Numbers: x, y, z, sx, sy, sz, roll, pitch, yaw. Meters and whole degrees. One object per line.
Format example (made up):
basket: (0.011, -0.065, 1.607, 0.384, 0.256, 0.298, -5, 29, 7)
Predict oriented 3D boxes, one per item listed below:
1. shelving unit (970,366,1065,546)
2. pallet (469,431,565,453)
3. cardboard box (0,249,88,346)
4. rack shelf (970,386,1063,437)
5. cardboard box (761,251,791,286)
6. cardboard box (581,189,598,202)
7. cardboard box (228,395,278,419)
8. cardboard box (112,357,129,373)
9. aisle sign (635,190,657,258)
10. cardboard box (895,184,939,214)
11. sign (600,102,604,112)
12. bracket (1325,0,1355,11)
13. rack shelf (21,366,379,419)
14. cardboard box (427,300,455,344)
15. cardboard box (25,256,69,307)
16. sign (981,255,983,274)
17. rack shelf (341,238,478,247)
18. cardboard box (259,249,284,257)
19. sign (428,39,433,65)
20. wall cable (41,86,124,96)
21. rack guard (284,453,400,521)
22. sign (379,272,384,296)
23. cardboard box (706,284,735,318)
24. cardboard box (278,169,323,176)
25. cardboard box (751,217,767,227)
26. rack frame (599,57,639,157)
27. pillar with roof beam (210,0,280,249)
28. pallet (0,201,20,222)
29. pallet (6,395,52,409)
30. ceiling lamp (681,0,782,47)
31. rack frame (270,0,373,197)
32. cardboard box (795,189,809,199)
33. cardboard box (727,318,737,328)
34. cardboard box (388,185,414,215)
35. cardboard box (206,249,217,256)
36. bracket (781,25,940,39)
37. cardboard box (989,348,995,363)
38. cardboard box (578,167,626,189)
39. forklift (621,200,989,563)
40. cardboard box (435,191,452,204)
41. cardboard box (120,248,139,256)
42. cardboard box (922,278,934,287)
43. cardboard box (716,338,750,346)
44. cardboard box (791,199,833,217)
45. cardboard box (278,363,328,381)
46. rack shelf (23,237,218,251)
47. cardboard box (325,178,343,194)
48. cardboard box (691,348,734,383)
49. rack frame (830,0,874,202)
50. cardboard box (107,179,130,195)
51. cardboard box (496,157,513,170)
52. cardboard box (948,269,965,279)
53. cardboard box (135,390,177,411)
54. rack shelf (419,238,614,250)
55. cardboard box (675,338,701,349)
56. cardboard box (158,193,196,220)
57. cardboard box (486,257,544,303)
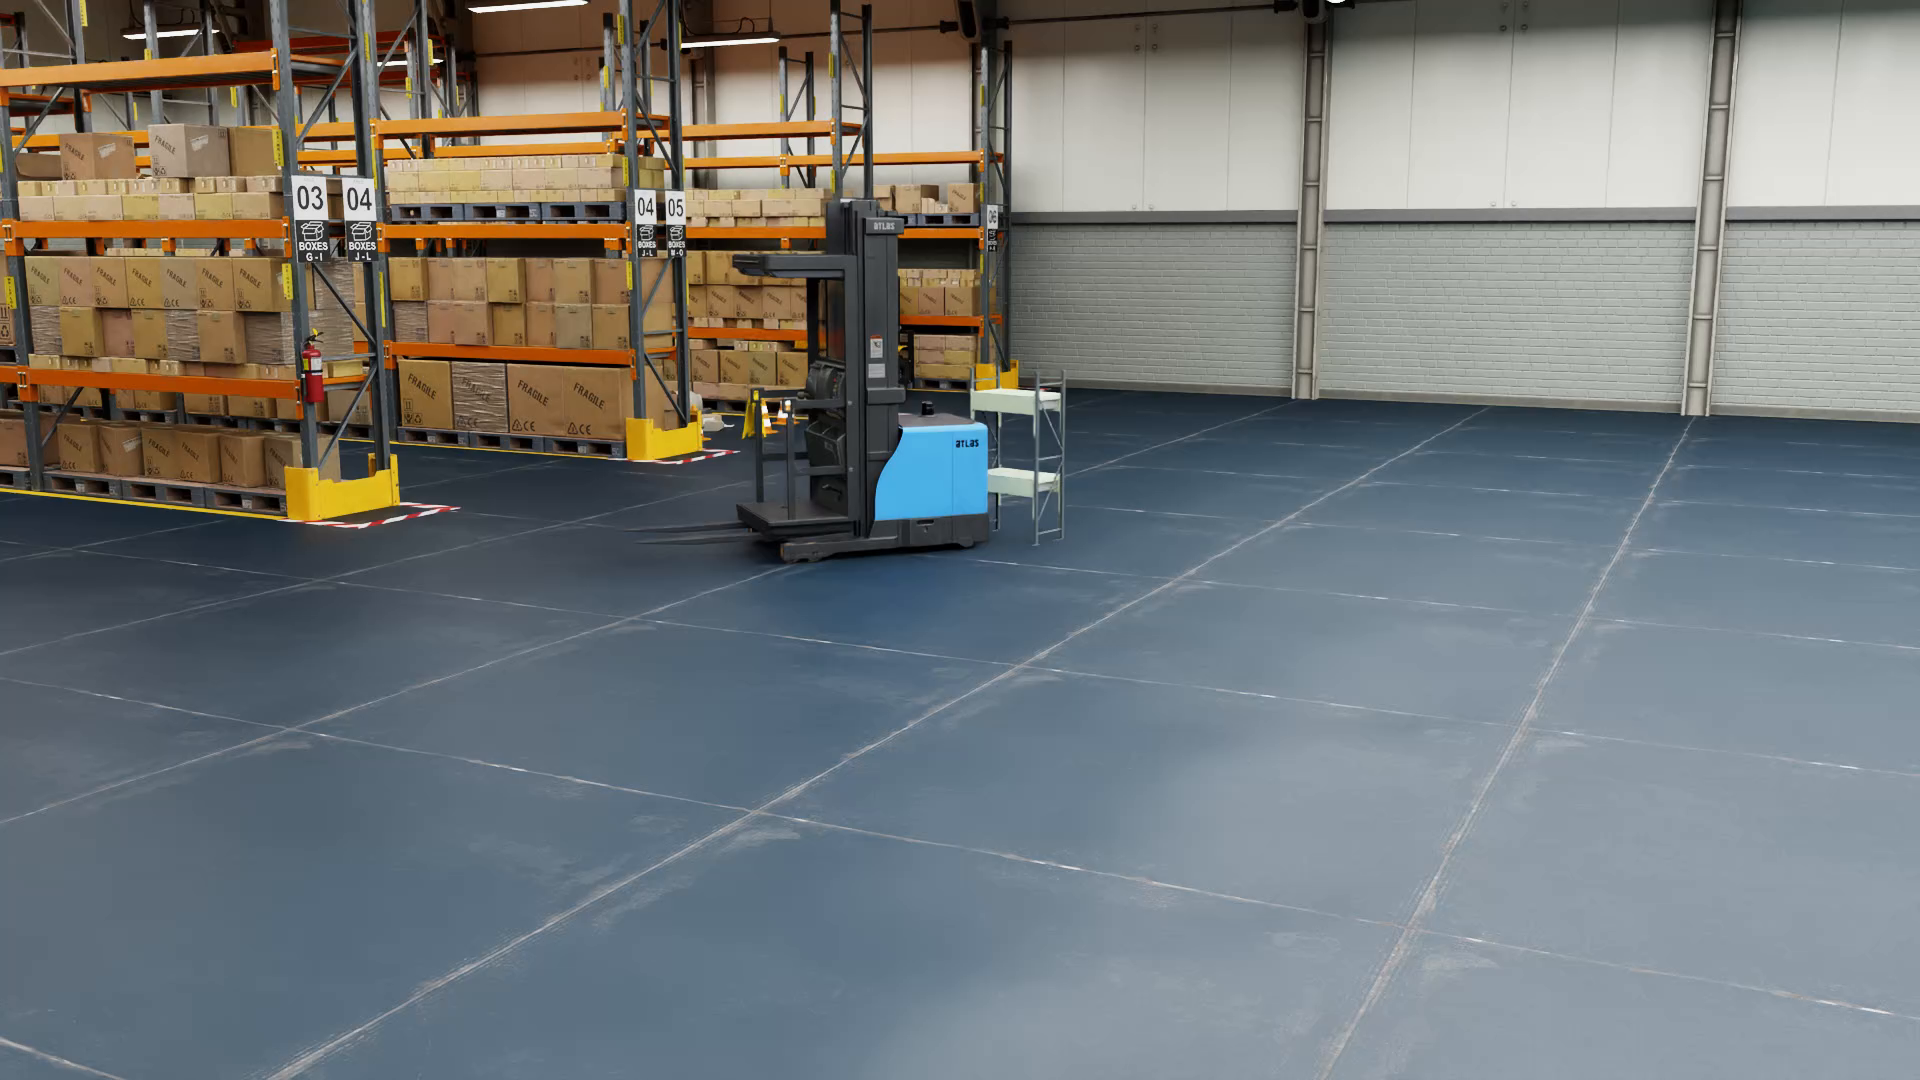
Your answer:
shelving unit: (0.501, -0.754, 14.683, 0.755, 1.500, 0.431, 9, 13, 40)
pallet: (-5.505, -1.309, 21.369, 1.213, 0.211, 1.003, 5, 11, 26)
cardboard box: (-10.187, -2.652, 18.097, 1.000, 1.000, 1.000, 5, 11, 26)
rack shelf: (0.501, -1.138, 14.614, 0.720, 0.370, 0.431, 9, 13, 40)
cardboard box: (-2.569, -4.067, 24.854, 0.500, 0.500, 0.700, 5, 11, 26)
cardboard box: (-4.337, -4.134, 19.975, 0.250, 0.149, 0.380, 5, 11, 26)
cardboard box: (-9.546, -2.133, 23.233, 0.750, 0.750, 1.050, 5, 11, 27)
cardboard box: (-8.344, -1.782, 16.859, 0.250, 0.149, 0.380, 5, 11, 26)
aisle sign: (-3.733, -3.760, 19.782, 0.004, 0.787, 0.394, 5, 11, 26)
cardboard box: (-0.750, -5.999, 29.293, 0.500, 0.500, 0.700, 5, 11, 26)
sign: (-6.777, -8.119, 31.479, 0.005, 0.325, 0.100, 5, 11, 26)
bracket: (5.999, -8.486, 26.241, 0.430, 0.232, 0.235, 5, 11, 26)
rack shelf: (-7.742, -1.554, 16.911, 4.000, 0.370, 1.077, 5, 11, 26)
cardboard box: (-6.411, -2.856, 21.668, 0.550, 0.550, 0.875, 5, 11, 26)
cardboard box: (-9.245, -2.677, 17.173, 0.500, 0.500, 0.500, 5, 11, 26)
sign: (0.376, -4.726, 28.506, 0.005, 0.325, 0.100, 5, 11, 26)
rack shelf: (-11.926, -6.351, 34.996, 4.000, 0.370, 1.077, 5, 11, 26)
cardboard box: (-12.494, -5.205, 30.157, 0.250, 0.149, 0.380, 5, 11, 25)
sign: (-6.983, -6.426, 21.899, 0.005, 0.325, 0.100, 5, 11, 26)
wall cable: (-19.537, -8.529, 36.483, 0.133, 3.039, 2.988, 5, 11, 26)
rack guard: (-6.017, -0.526, 16.232, 0.348, 0.500, 1.175, 5, 11, 26)
sign: (-7.482, -3.293, 21.472, 0.005, 0.325, 0.100, 5, 11, 26)
cardboard box: (-3.513, -3.650, 25.360, 0.500, 0.500, 0.500, 5, 11, 26)
cardboard box: (-9.155, -4.853, 22.961, 0.500, 0.500, 0.500, 5, 11, 26)
cardboard box: (-2.911, -4.752, 24.846, 0.250, 0.149, 0.380, 5, 11, 25)
rack frame: (-6.545, -7.708, 32.052, 0.127, 3.000, 1.000, 5, 11, 26)
pillar with roof beam: (-17.644, -8.007, 33.706, 0.548, 9.000, 9.100, 5, 11, 26)
pallet: (-10.043, -3.514, 17.831, 1.003, 0.211, 1.213, 5, 11, 26)
pallet: (-15.043, -2.155, 26.044, 1.213, 0.211, 1.003, 5, 11, 26)
ceiling lamp: (-3.807, -9.903, 27.791, 2.000, 3.185, 0.800, 5, 11, 26)
rack frame: (-5.949, -4.702, 15.442, 0.127, 3.000, 1.000, 5, 11, 26)
cardboard box: (-2.212, -5.083, 24.439, 0.250, 0.149, 0.380, 5, 12, 27)
cardboard box: (-3.356, -3.328, 25.401, 0.250, 0.149, 0.380, 5, 11, 26)
cardboard box: (-9.143, -5.702, 27.922, 0.637, 0.503, 0.797, 4, 11, 22)
cardboard box: (-13.385, -5.189, 30.066, 0.250, 0.149, 0.380, 5, 11, 25)
bracket: (-2.436, -9.227, 30.336, 4.783, 0.066, 0.076, 5, 11, 26)
cardboard box: (0.299, -3.296, 29.654, 0.500, 0.250, 0.500, 5, 12, 27)
cardboard box: (-4.226, -4.333, 19.949, 0.500, 0.250, 0.500, 5, 11, 27)
forklift: (-1.319, -1.356, 13.990, 3.031, 2.935, 1.130, -4, 11, -22)
cardboard box: (-6.394, -4.315, 20.971, 0.250, 0.149, 0.380, 5, 11, 25)
cardboard box: (-15.450, -5.372, 31.082, 0.250, 0.149, 0.380, 5, 12, 27)
cardboard box: (-0.471, -4.544, 29.310, 0.250, 0.149, 0.380, 5, 11, 25)
cardboard box: (-4.124, -3.581, 31.581, 0.625, 0.625, 0.875, 5, 11, 25)
cardboard box: (-2.142, -4.879, 24.426, 0.500, 0.250, 0.500, 5, 11, 25)
cardboard box: (-6.296, -1.616, 15.941, 0.250, 0.149, 0.380, 5, 11, 26)
rack shelf: (-12.631, -4.444, 24.460, 4.000, 0.370, 1.077, 5, 11, 26)
cardboard box: (-6.094, -3.407, 16.011, 0.250, 0.149, 0.380, 5, 11, 25)
cardboard box: (-3.792, -2.699, 25.659, 0.500, 0.500, 0.500, 6, 12, 29)
rack frame: (-1.564, -6.285, 24.187, 0.127, 3.000, 1.000, 5, 11, 26)
cardboard box: (-8.195, -3.492, 16.481, 0.250, 0.149, 0.380, 5, 11, 25)
cardboard box: (-5.484, -4.627, 20.459, 0.250, 0.149, 0.380, 5, 11, 26)
cardboard box: (-0.021, -4.650, 29.060, 0.250, 0.149, 0.380, 5, 11, 26)
cardboard box: (-11.544, -2.151, 24.034, 0.500, 0.500, 0.500, 5, 11, 26)
rack shelf: (-6.945, -4.927, 27.131, 4.000, 0.370, 1.077, 5, 11, 26)
cardboard box: (-4.194, -3.040, 25.721, 0.250, 0.149, 0.380, 6, 12, 28)
cardboard box: (-7.399, -3.230, 16.154, 0.500, 0.250, 0.500, 5, 12, 27)
cardboard box: (-5.488, -3.290, 21.033, 0.500, 0.550, 0.875, 5, 11, 26)
